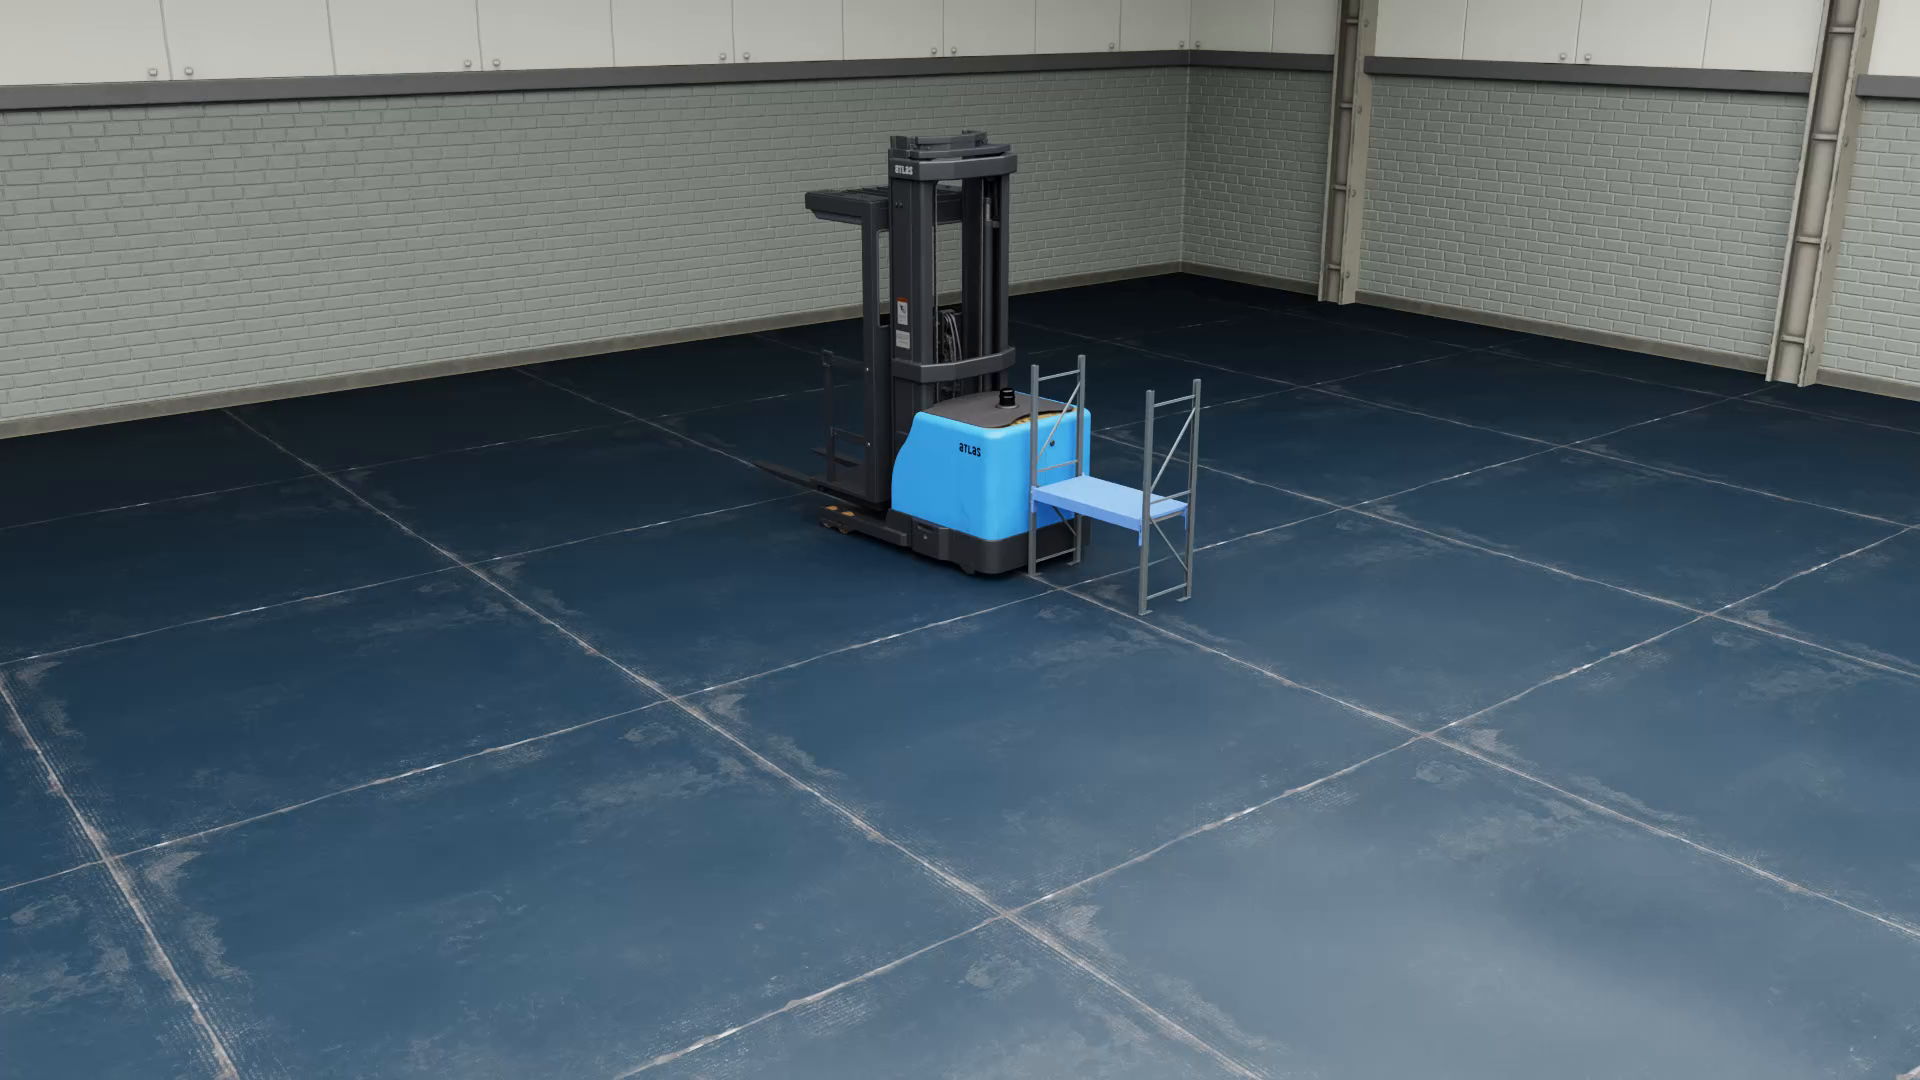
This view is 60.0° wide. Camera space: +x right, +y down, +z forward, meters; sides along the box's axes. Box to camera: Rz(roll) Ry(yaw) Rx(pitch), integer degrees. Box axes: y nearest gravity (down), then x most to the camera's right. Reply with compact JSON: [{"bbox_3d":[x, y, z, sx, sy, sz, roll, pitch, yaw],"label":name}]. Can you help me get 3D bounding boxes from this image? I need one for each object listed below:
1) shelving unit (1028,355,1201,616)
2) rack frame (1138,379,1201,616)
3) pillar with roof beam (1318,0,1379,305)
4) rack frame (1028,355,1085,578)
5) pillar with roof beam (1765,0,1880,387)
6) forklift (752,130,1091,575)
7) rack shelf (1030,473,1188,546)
[{"bbox_3d":[1.014,-0.388,11.149,0.538,1.500,1.048,-16,24,-40],"label":"shelving unit"},{"bbox_3d":[1.360,-0.271,10.796,0.500,1.500,0.032,-16,24,-40],"label":"rack frame"},{"bbox_3d":[1.570,-6.564,17.869,9.100,9.000,0.400,-14,23,-36],"label":"pillar with roof beam"},{"bbox_3d":[0.668,-0.505,11.503,0.500,1.500,0.032,-16,24,-40],"label":"rack frame"},{"bbox_3d":[5.296,-5.085,13.404,9.100,9.000,0.400,-14,23,-36],"label":"pillar with roof beam"},{"bbox_3d":[-0.429,-1.537,12.341,1.130,2.935,3.031,-16,24,-40],"label":"forklift"},{"bbox_3d":[1.014,-0.218,11.206,0.538,0.185,1.000,-16,24,-40],"label":"rack shelf"}]
